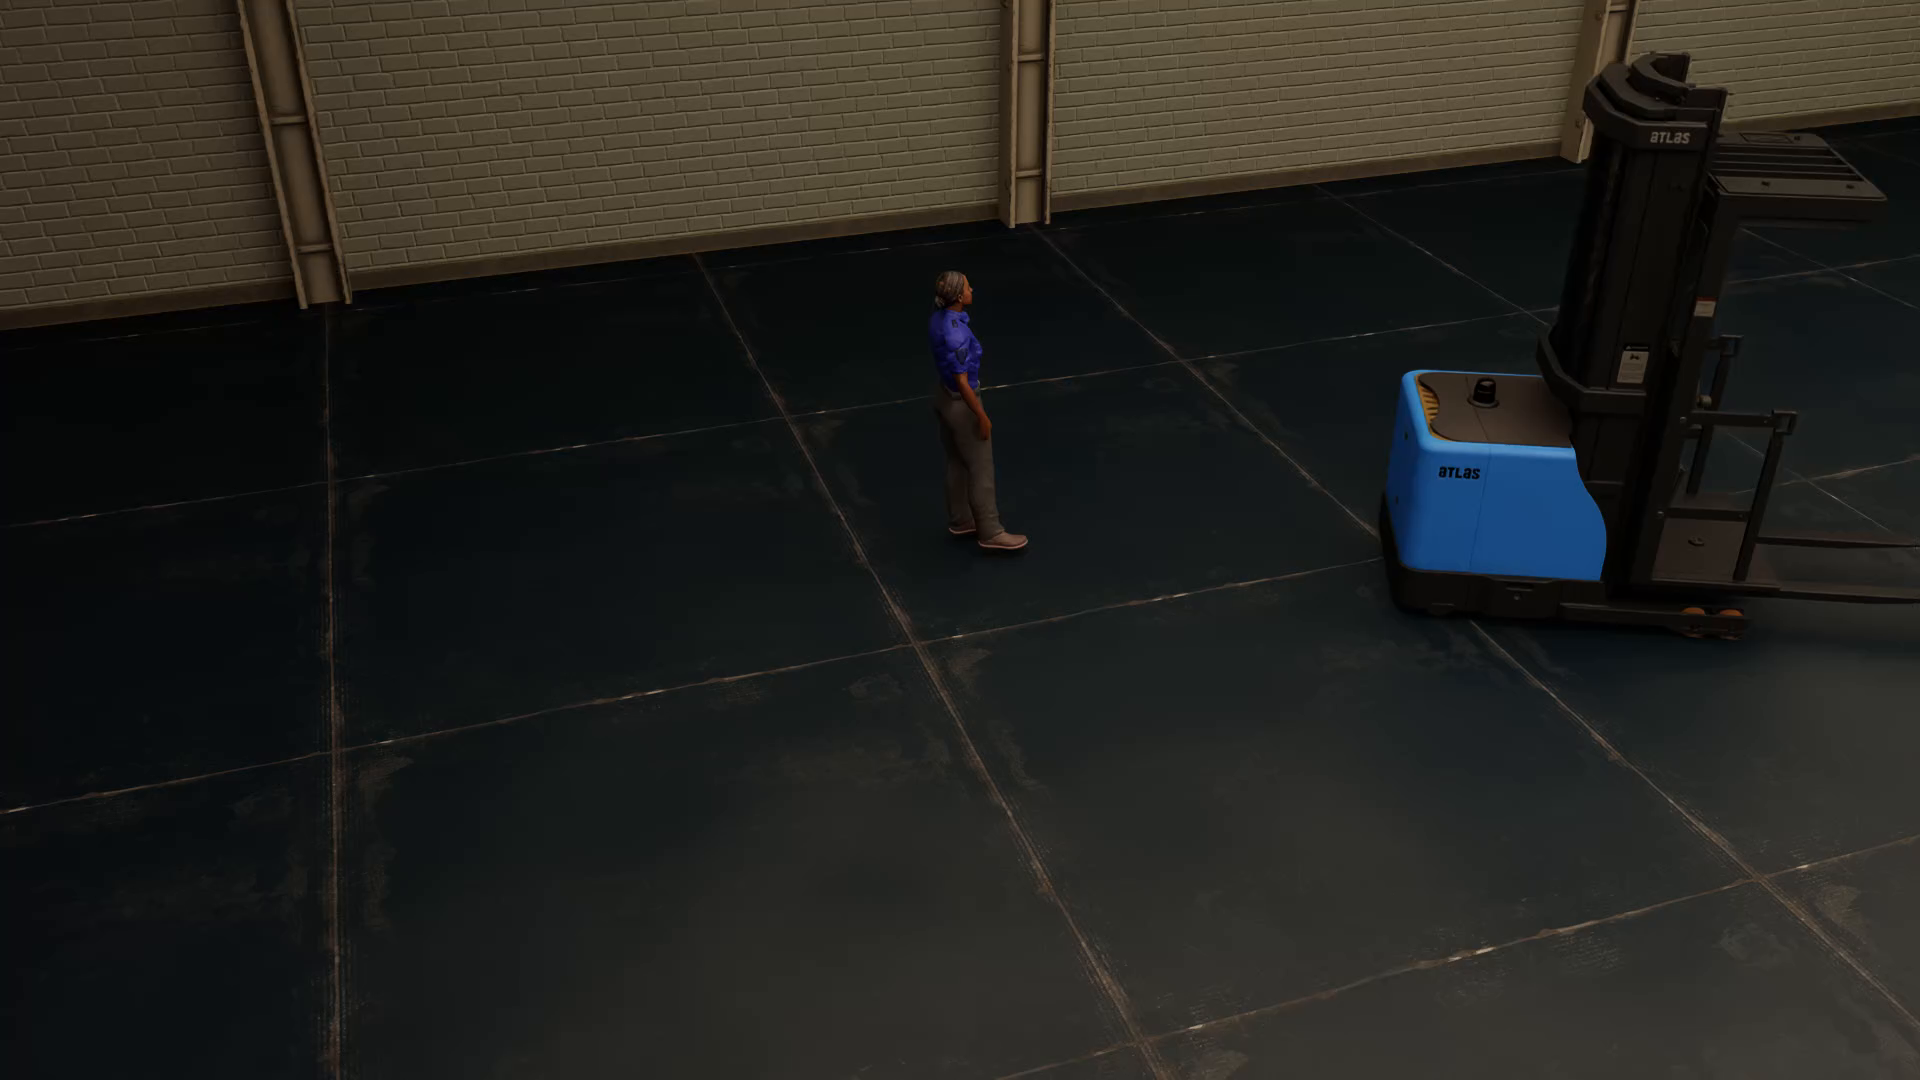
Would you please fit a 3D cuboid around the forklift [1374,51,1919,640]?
[{"bbox_3d":[3.956,-1.006,8.836,3.031,2.935,1.130,3,30,6],"label":"forklift"}]

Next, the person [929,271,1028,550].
[{"bbox_3d":[0.090,-0.763,9.597,0.503,1.656,0.569,-10,31,-16],"label":"person"}]
